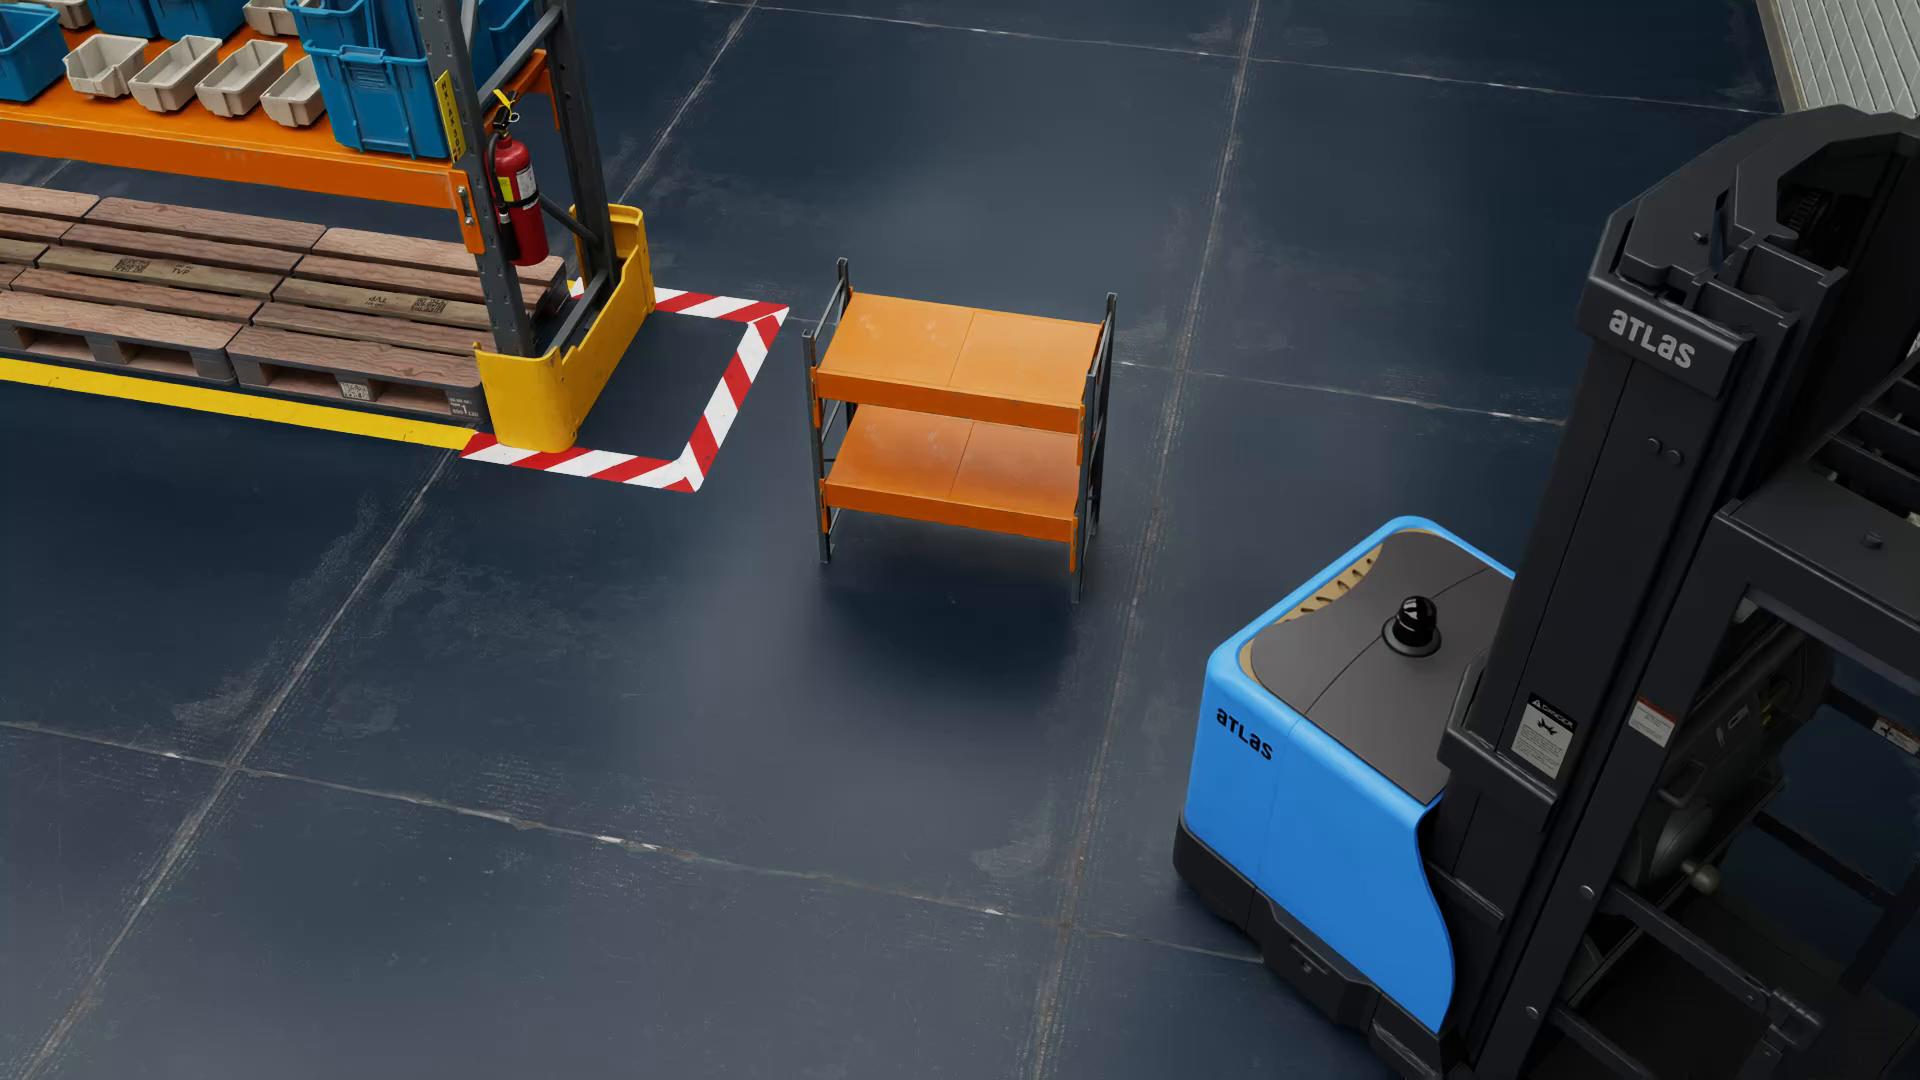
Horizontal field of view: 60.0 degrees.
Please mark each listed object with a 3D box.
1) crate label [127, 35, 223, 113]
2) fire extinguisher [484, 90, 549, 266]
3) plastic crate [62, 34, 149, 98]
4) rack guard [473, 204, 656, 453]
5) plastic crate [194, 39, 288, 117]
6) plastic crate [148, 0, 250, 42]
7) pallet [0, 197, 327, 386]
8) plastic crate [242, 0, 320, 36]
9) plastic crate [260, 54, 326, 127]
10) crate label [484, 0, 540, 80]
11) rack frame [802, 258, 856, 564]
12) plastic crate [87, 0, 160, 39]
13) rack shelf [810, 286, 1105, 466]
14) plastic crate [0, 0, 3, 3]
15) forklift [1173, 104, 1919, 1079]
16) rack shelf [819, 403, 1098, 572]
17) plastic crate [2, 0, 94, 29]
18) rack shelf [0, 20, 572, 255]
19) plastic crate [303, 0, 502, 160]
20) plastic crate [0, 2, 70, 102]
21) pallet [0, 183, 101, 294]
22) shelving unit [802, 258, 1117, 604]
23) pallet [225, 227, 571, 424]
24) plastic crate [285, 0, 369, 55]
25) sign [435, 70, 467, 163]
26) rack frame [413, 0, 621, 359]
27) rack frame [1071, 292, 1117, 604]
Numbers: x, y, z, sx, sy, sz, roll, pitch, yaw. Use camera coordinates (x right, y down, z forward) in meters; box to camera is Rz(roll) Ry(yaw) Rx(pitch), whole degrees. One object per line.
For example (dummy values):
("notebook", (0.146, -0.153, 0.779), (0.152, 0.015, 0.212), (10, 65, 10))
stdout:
("crate label", (-3.146, -1.867, 6.673), (0.243, 0.136, 0.396), (9, 45, 9))
("fire extinguisher", (-1.706, -1.367, 6.332), (0.183, 0.674, 0.296), (9, 45, 9))
("plastic crate", (-3.439, -1.899, 6.707), (0.250, 0.136, 0.298), (9, 45, 9))
("rack guard", (-1.728, -0.964, 7.391), (0.348, 0.500, 1.175), (9, 45, 9))
("plastic crate", (-2.869, -1.841, 6.647), (0.243, 0.136, 0.396), (9, 45, 9))
("plastic crate", (-3.208, -2.281, 7.034), (0.300, 0.233, 0.416), (9, 45, 9))
("pallet", (-3.737, -1.193, 7.837), (1.213, 0.211, 1.003), (9, 45, 9))
("plastic crate", (-2.880, -2.254, 7.076), (0.298, 0.136, 0.250), (9, 45, 9))
("plastic crate", (-2.590, -1.787, 6.591), (0.243, 0.136, 0.396), (9, 45, 9))
("crate label", (-1.923, -2.081, 6.827), (0.303, 0.233, 0.416), (9, 45, 9))
("rack frame", (-0.489, -0.481, 6.439), (0.032, 1.125, 0.500), (9, 45, 9))
("plastic crate", (-3.501, -2.326, 7.081), (0.300, 0.233, 0.416), (9, 45, 9))
("rack shelf", (0.007, -0.615, 6.156), (1.000, 0.278, 0.538), (9, 45, 9))
("plastic crate", (-4.208, -2.089, 6.799), (0.530, 0.282, 0.437), (9, 45, 9))
("forklift", (2.064, 0.599, 4.014), (1.130, 2.935, 3.031), (-32, 52, -29))
("rack shelf", (0.007, -0.228, 6.528), (1.000, 0.278, 0.538), (9, 45, 9))
("plastic crate", (-3.893, -2.332, 7.157), (0.466, 0.136, 0.293), (9, 45, 9))
("rack shelf", (-3.706, -1.904, 7.083), (4.000, 0.370, 1.077), (9, 45, 9))
("plastic crate", (-2.122, -1.819, 6.408), (0.499, 0.435, 0.616), (9, 45, 9))
("plastic crate", (-3.814, -1.959, 6.699), (0.300, 0.233, 0.416), (9, 45, 9))
("pallet", (-4.932, -1.376, 8.027), (1.213, 0.211, 1.003), (9, 45, 9))
("shelving unit", (0.007, -0.404, 6.359), (1.048, 1.125, 0.538), (9, 45, 9))
("pallet", (-2.550, -1.006, 7.643), (1.213, 0.211, 1.003), (9, 45, 9))
("plastic crate", (-2.566, -2.181, 6.930), (0.300, 0.233, 0.416), (9, 45, 9))
("sign", (-1.858, -1.544, 6.073), (0.005, 0.325, 0.100), (9, 45, 9))
("rack frame", (-1.754, -1.860, 6.519), (0.127, 3.000, 1.000), (9, 45, 9))
("rack frame", (0.503, -0.327, 6.279), (0.032, 1.125, 0.500), (9, 45, 9))
